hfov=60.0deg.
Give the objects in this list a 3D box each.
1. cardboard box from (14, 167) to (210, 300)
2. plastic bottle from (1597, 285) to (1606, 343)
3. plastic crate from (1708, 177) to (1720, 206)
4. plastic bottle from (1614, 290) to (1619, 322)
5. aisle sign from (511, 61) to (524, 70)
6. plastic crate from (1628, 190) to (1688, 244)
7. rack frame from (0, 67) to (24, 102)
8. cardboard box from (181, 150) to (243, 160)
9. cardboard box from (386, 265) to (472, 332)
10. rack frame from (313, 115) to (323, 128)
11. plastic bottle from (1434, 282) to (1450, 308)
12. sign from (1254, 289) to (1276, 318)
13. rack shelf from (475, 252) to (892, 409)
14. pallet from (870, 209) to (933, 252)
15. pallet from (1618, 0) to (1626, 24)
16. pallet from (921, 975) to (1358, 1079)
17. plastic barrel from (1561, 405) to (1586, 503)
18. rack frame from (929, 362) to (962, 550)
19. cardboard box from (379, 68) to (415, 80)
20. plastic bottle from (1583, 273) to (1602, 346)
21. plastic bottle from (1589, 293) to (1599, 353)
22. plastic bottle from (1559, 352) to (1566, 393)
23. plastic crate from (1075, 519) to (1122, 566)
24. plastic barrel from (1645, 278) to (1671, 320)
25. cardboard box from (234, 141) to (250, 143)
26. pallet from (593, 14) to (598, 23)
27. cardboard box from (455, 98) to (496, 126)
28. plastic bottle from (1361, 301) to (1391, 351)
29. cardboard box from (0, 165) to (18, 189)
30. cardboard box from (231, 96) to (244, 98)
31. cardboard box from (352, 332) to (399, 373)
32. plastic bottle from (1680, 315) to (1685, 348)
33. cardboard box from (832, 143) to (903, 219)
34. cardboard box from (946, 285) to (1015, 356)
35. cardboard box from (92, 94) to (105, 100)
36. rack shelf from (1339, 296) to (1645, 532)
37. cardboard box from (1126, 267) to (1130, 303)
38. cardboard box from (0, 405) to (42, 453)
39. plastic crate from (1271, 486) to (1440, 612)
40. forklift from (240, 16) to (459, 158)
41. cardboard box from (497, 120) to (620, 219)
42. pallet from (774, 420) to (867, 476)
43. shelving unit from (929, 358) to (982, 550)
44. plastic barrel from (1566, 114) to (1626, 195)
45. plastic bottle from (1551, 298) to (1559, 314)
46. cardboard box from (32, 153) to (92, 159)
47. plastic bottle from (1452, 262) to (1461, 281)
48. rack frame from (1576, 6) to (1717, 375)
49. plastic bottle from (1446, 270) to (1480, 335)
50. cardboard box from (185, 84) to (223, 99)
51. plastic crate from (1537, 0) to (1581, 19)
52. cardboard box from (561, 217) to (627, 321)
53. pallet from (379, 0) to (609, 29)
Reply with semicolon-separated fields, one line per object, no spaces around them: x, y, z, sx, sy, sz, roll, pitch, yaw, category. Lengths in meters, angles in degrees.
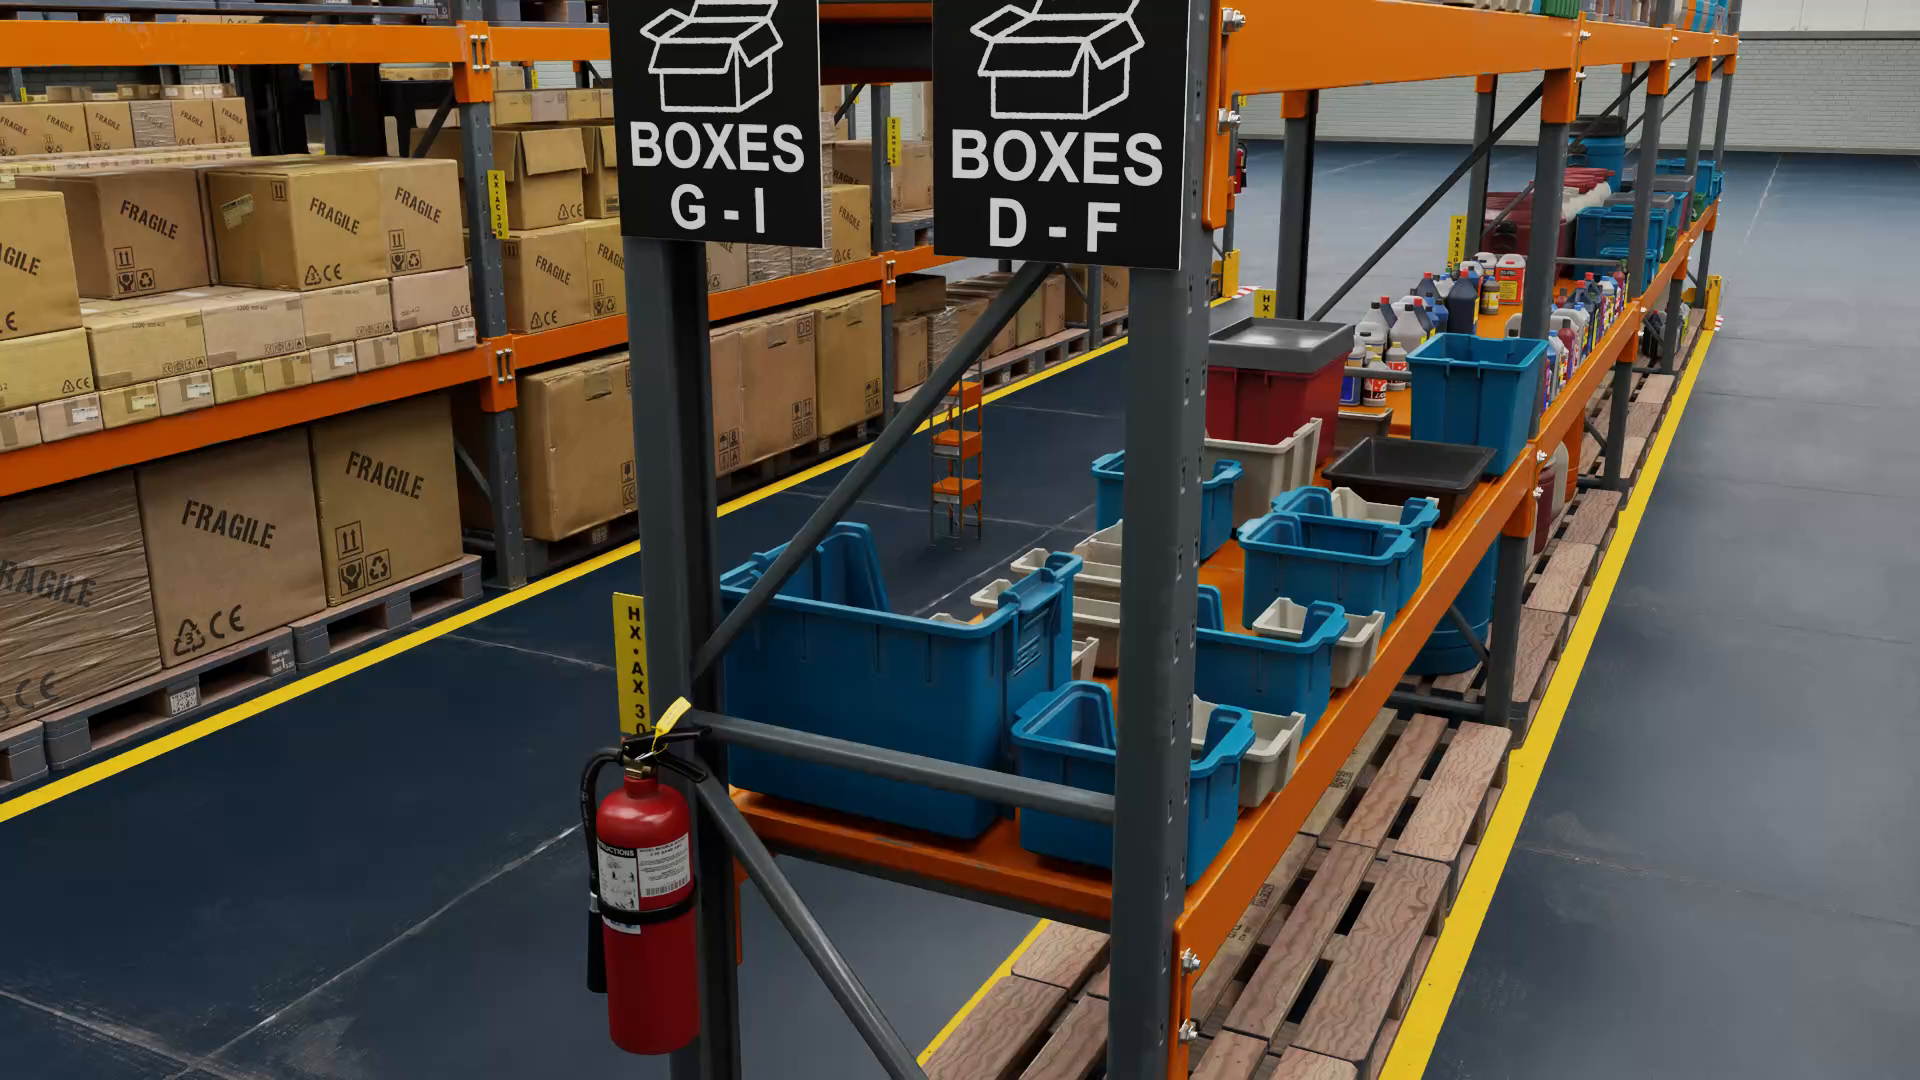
-3.639;-1.329;7.154;0.500;0.500;0.500;7;18;24;cardboard box
3.168;-1.130;8.266;0.061;0.283;0.133;8;18;25;plastic bottle
6.801;-3.271;15.529;0.499;0.251;0.408;8;18;25;plastic crate
3.464;-1.271;8.885;0.097;0.201;0.097;0;17;0;plastic bottle
-5.957;-6.788;22.545;0.394;0.787;0.004;8;18;25;aisle sign
5.050;-2.325;12.112;0.392;0.384;0.575;8;18;25;plastic crate
-12.474;-5.175;21.679;1.000;3.000;0.127;8;18;25;rack frame
-5.615;-2.845;12.492;0.380;0.149;0.250;8;18;25;cardboard box
-2.703;-1.171;7.938;0.500;0.250;0.500;8;18;24;cardboard box
-5.346;-2.921;14.092;1.000;3.000;0.127;8;18;25;rack frame
2.375;-1.153;8.355;0.152;0.276;0.135;8;18;25;plastic bottle
1.199;-0.819;6.526;0.100;0.325;0.005;8;18;25;sign
-1.847;-1.410;10.268;1.077;0.370;4.000;8;18;25;rack shelf
-0.730;-2.368;12.565;1.213;0.211;1.003;8;18;25;pallet
2.457;-2.464;7.616;1.003;0.211;1.213;8;18;25;pallet
0.306;1.535;3.986;1.003;0.211;1.213;8;18;25;pallet
3.274;-0.669;9.581;0.600;0.830;0.708;8;18;25;plastic barrel
-0.078;-0.459;9.224;0.200;1.050;0.008;8;18;25;rack frame
-7.145;-5.550;20.489;0.700;0.500;0.500;8;18;24;cardboard box
3.059;-1.127;8.137;0.144;0.351;0.185;8;18;25;plastic bottle
3.026;-1.049;7.993;0.061;0.283;0.133;8;18;25;plastic bottle
2.521;-0.734;7.076;0.097;0.201;0.097;0;17;0;plastic bottle
0.466;0.046;4.458;0.298;0.136;0.250;8;18;25;plastic crate
6.603;-2.376;15.887;0.421;0.512;0.421;0;17;0;plastic barrel
-5.727;-3.193;13.666;0.380;0.149;0.250;8;18;25;cardboard box
-3.924;-5.047;16.315;0.805;0.209;1.217;7;18;23;pallet
-4.684;-3.822;15.191;0.700;0.500;0.500;8;18;25;cardboard box
1.808;-0.868;7.264;0.144;0.351;0.185;8;18;25;plastic bottle
-6.426;-2.382;10.935;0.380;0.149;0.250;9;19;27;cardboard box
-8.033;-4.789;18.945;0.500;0.500;0.500;8;18;24;cardboard box
-2.814;-0.875;7.643;0.380;0.149;0.250;8;18;24;cardboard box
6.192;-1.800;14.313;0.061;0.283;0.133;9;19;28;plastic bottle
-0.748;-2.656;12.287;0.500;0.500;0.500;6;17;19;cardboard box
0.061;-1.881;14.206;0.700;0.500;0.500;6;18;21;cardboard box
-11.717;-5.916;22.338;0.380;0.149;0.250;9;19;27;cardboard box
2.584;-0.780;8.146;1.077;0.370;4.000;8;18;25;rack shelf
1.505;-2.698;16.993;0.500;0.500;0.500;6;18;20;cardboard box
-3.617;-0.417;6.101;0.380;0.149;0.250;8;18;24;cardboard box
1.030;0.022;4.371;0.416;0.233;0.300;8;18;25;plastic crate
-3.896;-2.062;11.319;1.130;2.935;3.031;8;18;25;forklift
-2.146;-2.112;9.428;0.797;0.503;0.637;8;18;26;cardboard box
-1.373;-0.737;11.634;1.003;0.211;1.213;8;18;25;pallet
-0.024;-0.490;9.329;0.215;1.050;0.252;8;18;25;shelving unit
4.821;-2.834;12.916;0.600;0.901;0.708;8;18;25;plastic barrel
2.790;-1.012;7.890;0.097;0.271;0.097;0;17;0;plastic bottle
-6.545;-2.727;12.098;0.380;0.149;0.250;7;18;23;cardboard box
2.688;-1.363;9.051;0.061;0.283;0.133;8;18;25;plastic bottle
5.265;-2.653;13.189;1.000;3.000;0.127;8;18;25;rack frame
2.497;-1.163;8.259;0.144;0.351;0.185;8;18;25;plastic bottle
-8.332;-4.923;18.258;0.380;0.149;0.250;8;18;24;cardboard box
1.771;-1.806;5.439;0.450;0.188;0.662;8;18;25;plastic crate
-2.088;-1.507;9.155;0.500;0.500;0.500;8;18;25;cardboard box
-2.375;-2.832;8.858;0.805;0.209;1.217;7;18;23;pallet
